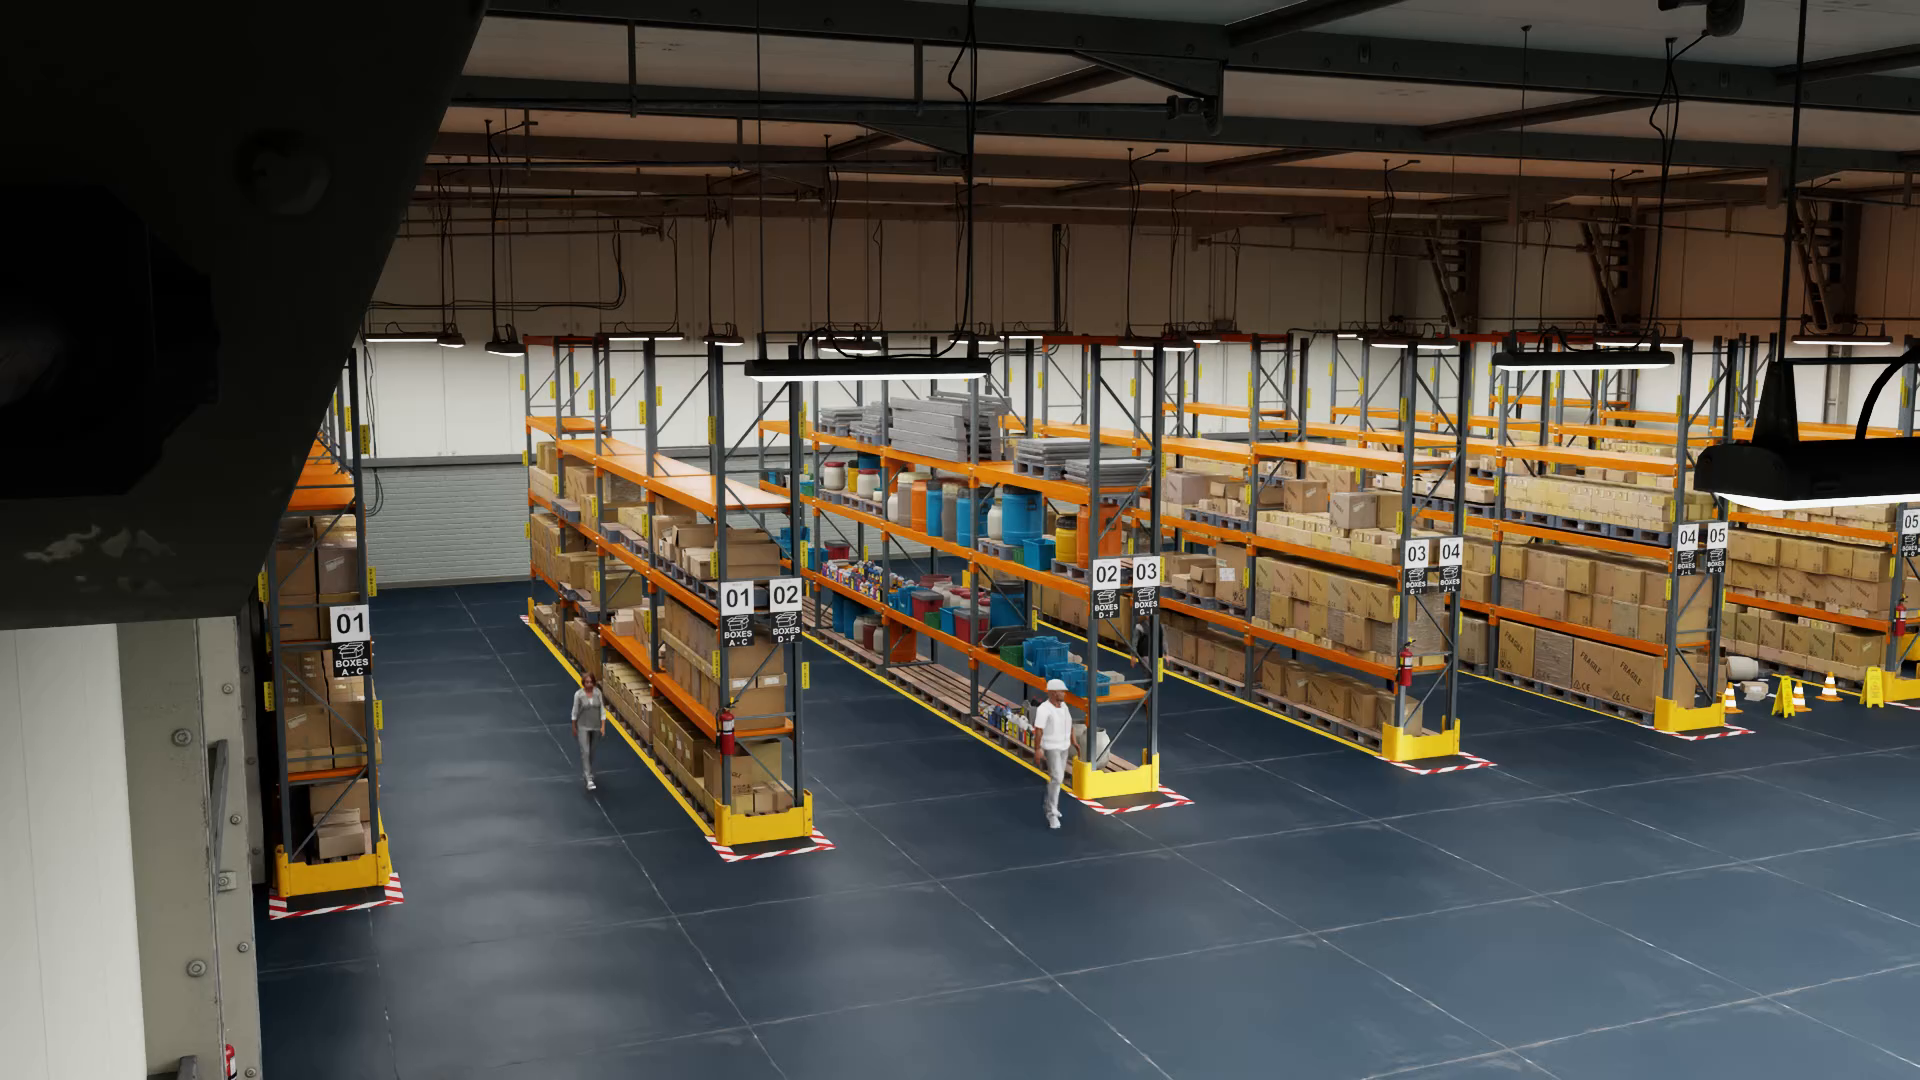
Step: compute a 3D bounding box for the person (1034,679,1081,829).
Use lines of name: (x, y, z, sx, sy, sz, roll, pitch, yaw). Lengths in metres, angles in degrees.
person: (1.233, 2.683, 21.036, 0.512, 1.813, 0.702, 6, 10, 37)

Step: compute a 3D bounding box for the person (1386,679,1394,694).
person: (7.323, 1.803, 28.168, 0.553, 1.617, 0.499, 0, 8, 0)

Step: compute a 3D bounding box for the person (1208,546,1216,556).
person: (6.515, -0.172, 42.714, 0.971, 1.638, 0.483, -6, 10, -38)

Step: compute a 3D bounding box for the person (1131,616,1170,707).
person: (3.090, 1.922, 26.727, 0.589, 1.709, 0.726, -3, 8, -20)

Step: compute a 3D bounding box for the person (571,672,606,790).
person: (-4.994, 2.561, 22.497, 0.434, 1.546, 0.955, -5, 9, -34)
